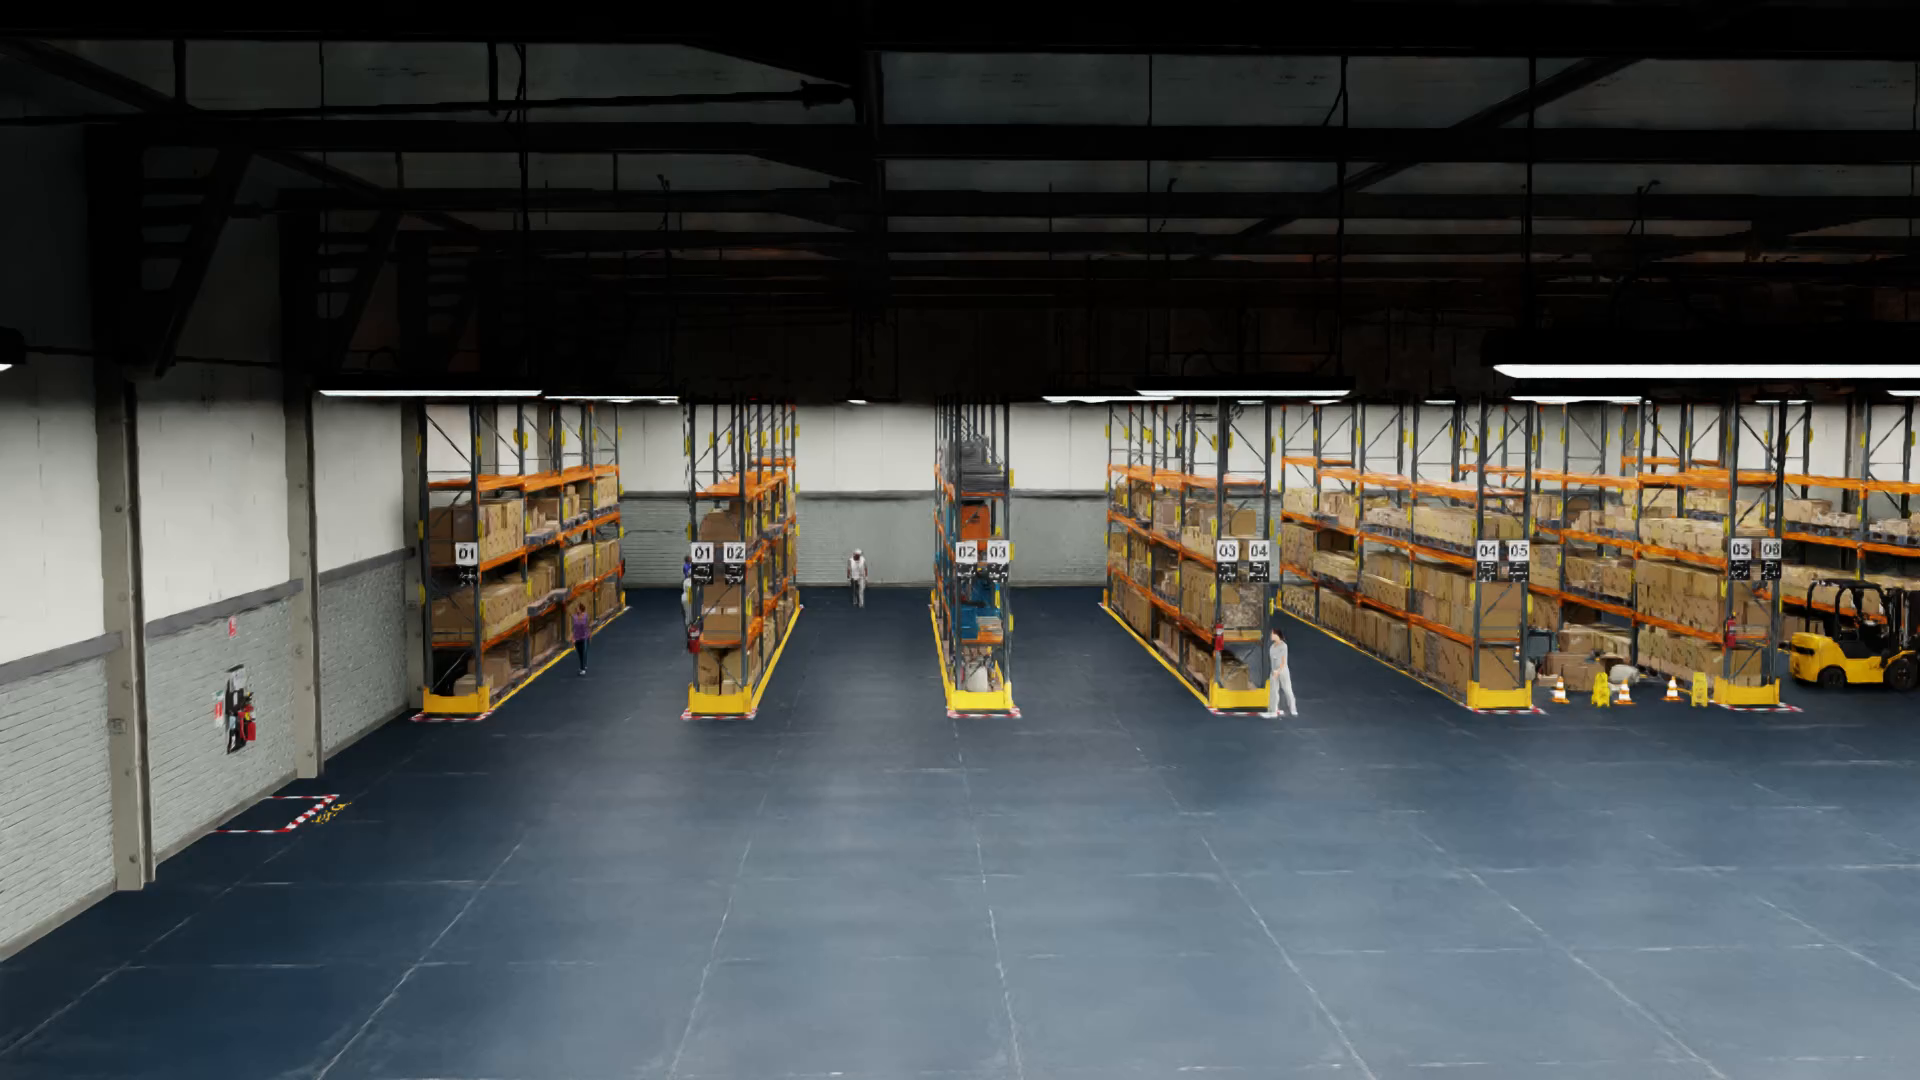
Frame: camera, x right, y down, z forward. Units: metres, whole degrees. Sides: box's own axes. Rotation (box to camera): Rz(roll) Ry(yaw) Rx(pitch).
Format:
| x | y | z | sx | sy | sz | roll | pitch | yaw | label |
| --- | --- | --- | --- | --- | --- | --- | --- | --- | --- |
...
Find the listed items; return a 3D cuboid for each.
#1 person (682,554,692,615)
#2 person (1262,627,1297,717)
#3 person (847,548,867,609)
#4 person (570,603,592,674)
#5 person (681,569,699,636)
| x | y | z | sx | sy | sz | roll | pitch | yaw | label |
| --- | --- | --- | --- | --- | --- | --- | --- | --- | --- |
| -7.489 | 1.217 | 45.742 | 0.373 | 1.657 | 0.584 | -1 | 5 | -15 | person |
| 5.921 | 2.439 | 30.677 | 0.701 | 1.664 | 0.485 | -3 | 5 | -32 | person |
| -2.926 | 1.070 | 47.322 | 0.566 | 1.704 | 1.122 | 0 | 5 | 0 | person |
| -8.150 | 2.096 | 35.720 | 0.417 | 1.502 | 1.037 | 0 | 5 | 0 | person |
| -6.718 | 1.558 | 41.522 | 0.449 | 1.671 | 0.533 | -3 | 5 | -33 | person |
